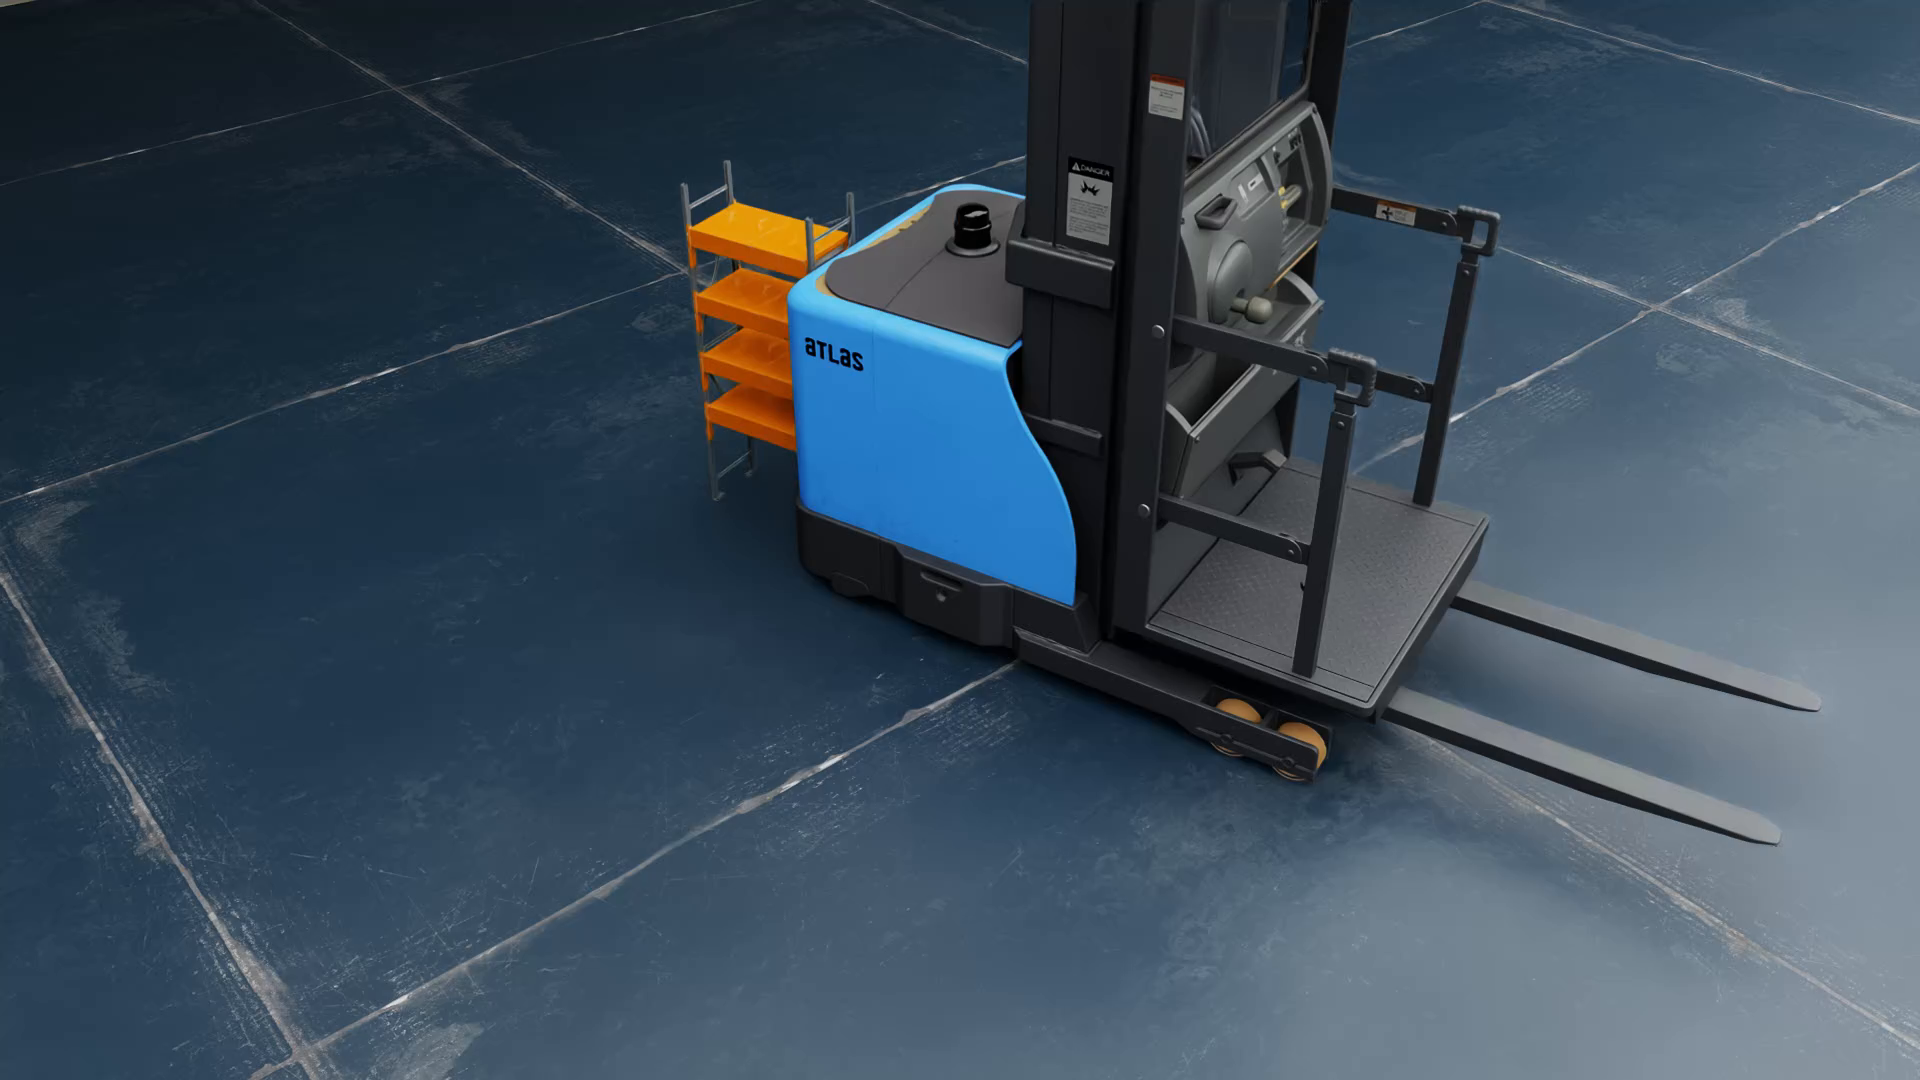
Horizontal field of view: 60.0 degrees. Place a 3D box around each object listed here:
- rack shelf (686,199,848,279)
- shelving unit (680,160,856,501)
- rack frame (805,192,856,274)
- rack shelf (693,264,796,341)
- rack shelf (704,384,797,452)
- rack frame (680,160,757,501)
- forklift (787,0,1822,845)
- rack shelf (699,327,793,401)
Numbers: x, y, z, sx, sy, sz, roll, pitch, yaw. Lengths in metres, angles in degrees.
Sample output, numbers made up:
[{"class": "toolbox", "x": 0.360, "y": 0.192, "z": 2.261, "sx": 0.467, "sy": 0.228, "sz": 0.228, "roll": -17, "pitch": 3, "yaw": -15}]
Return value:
[{"class": "rack shelf", "x": -0.610, "y": -0.936, "z": 5.353, "sx": 0.480, "sy": 0.148, "sz": 0.258, "roll": 20, "pitch": 40, "yaw": 25}, {"class": "shelving unit", "x": -0.610, "y": -0.615, "z": 5.581, "sx": 0.503, "sy": 1.200, "sz": 0.258, "roll": 20, "pitch": 40, "yaw": 25}, {"class": "rack frame", "x": -0.402, "y": -0.541, "z": 5.476, "sx": 0.015, "sy": 1.200, "sz": 0.240, "roll": 20, "pitch": 40, "yaw": 25}, {"class": "rack shelf", "x": -0.610, "y": -0.743, "z": 5.490, "sx": 0.480, "sy": 0.148, "sz": 0.258, "roll": 20, "pitch": 40, "yaw": 25}, {"class": "rack shelf", "x": -0.610, "y": -0.398, "z": 5.734, "sx": 0.480, "sy": 0.148, "sz": 0.258, "roll": 20, "pitch": 40, "yaw": 25}, {"class": "rack frame", "x": -0.817, "y": -0.689, "z": 5.685, "sx": 0.015, "sy": 1.200, "sz": 0.240, "roll": 20, "pitch": 40, "yaw": 25}, {"class": "forklift", "x": 0.987, "y": -0.858, "z": 4.426, "sx": 3.031, "sy": 2.935, "sz": 1.130, "roll": 20, "pitch": 40, "yaw": 25}, {"class": "rack shelf", "x": -0.610, "y": -0.560, "z": 5.619, "sx": 0.480, "sy": 0.148, "sz": 0.258, "roll": 20, "pitch": 40, "yaw": 25}]
